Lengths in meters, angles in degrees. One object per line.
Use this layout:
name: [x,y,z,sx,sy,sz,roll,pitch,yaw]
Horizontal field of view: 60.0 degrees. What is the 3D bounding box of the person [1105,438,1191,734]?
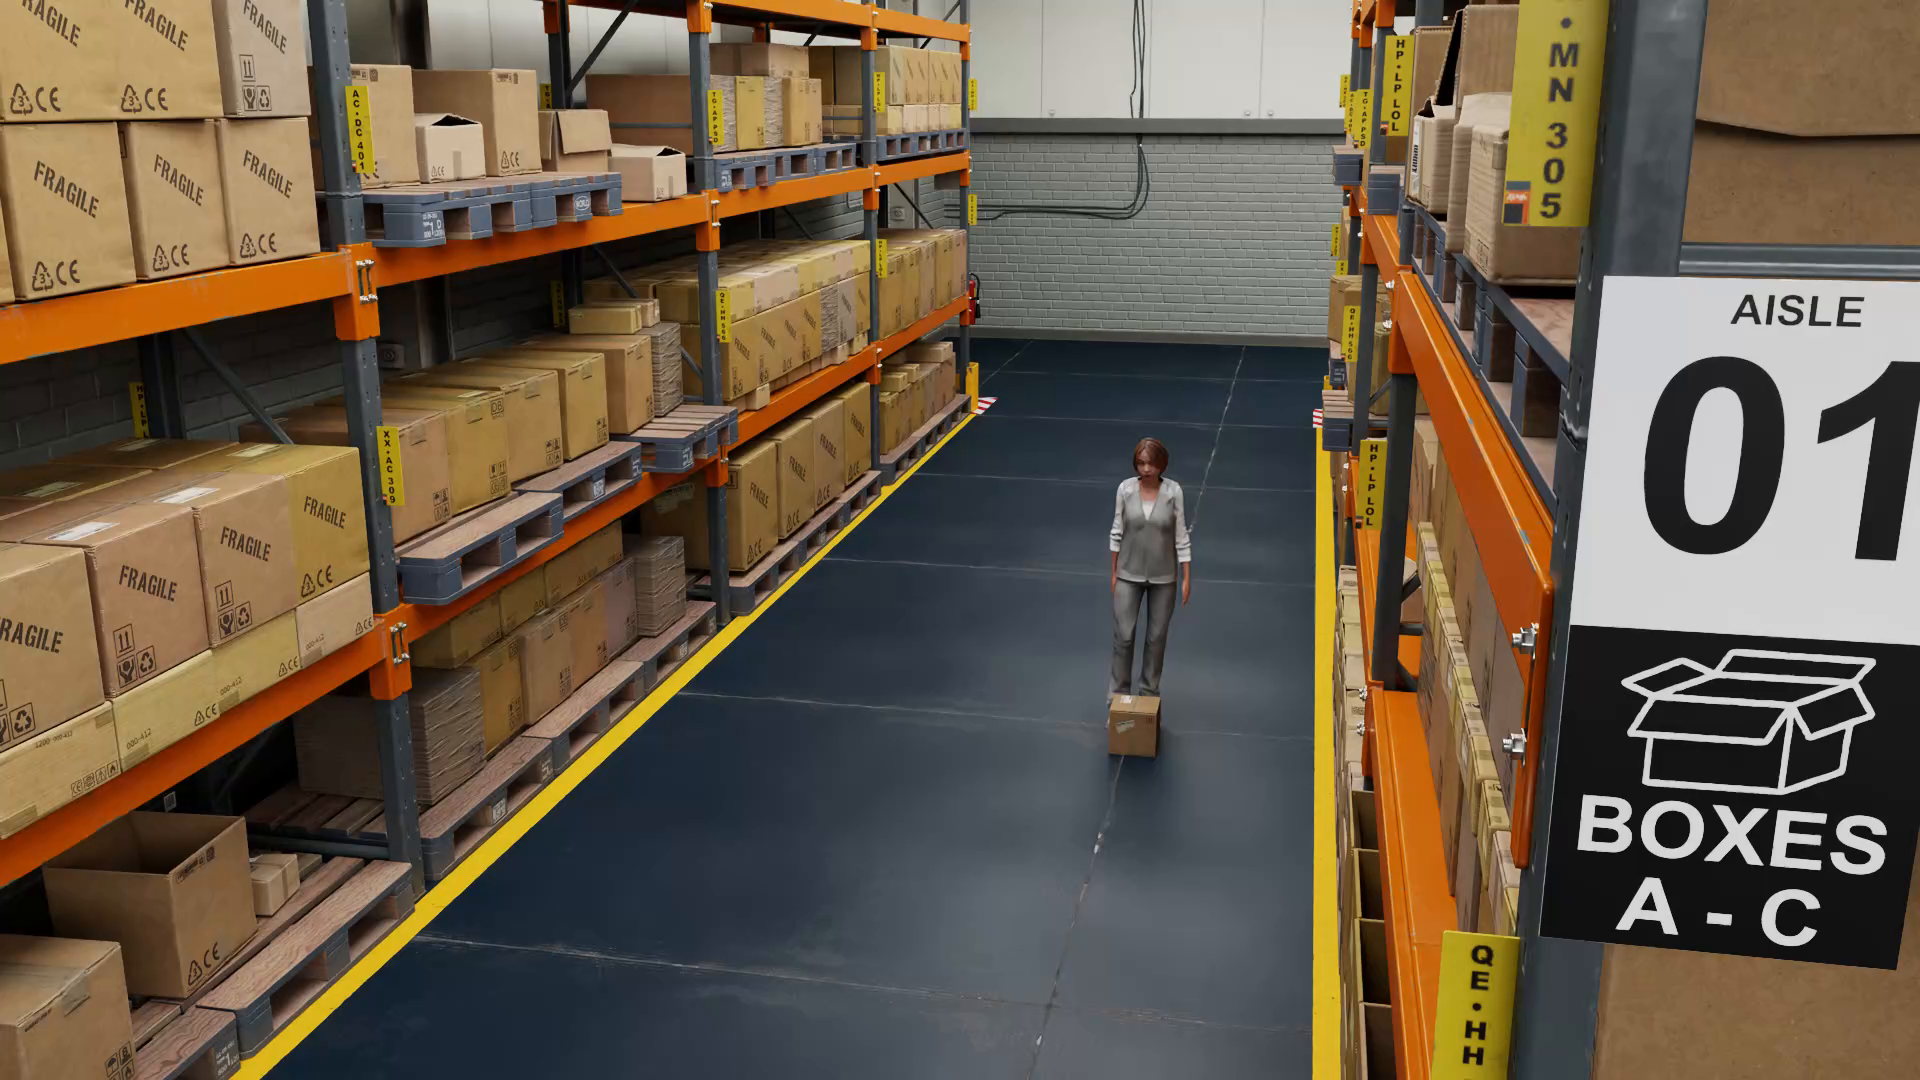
person: [1.038,0.251,9.114,0.446,1.622,0.464,1,15,5]
